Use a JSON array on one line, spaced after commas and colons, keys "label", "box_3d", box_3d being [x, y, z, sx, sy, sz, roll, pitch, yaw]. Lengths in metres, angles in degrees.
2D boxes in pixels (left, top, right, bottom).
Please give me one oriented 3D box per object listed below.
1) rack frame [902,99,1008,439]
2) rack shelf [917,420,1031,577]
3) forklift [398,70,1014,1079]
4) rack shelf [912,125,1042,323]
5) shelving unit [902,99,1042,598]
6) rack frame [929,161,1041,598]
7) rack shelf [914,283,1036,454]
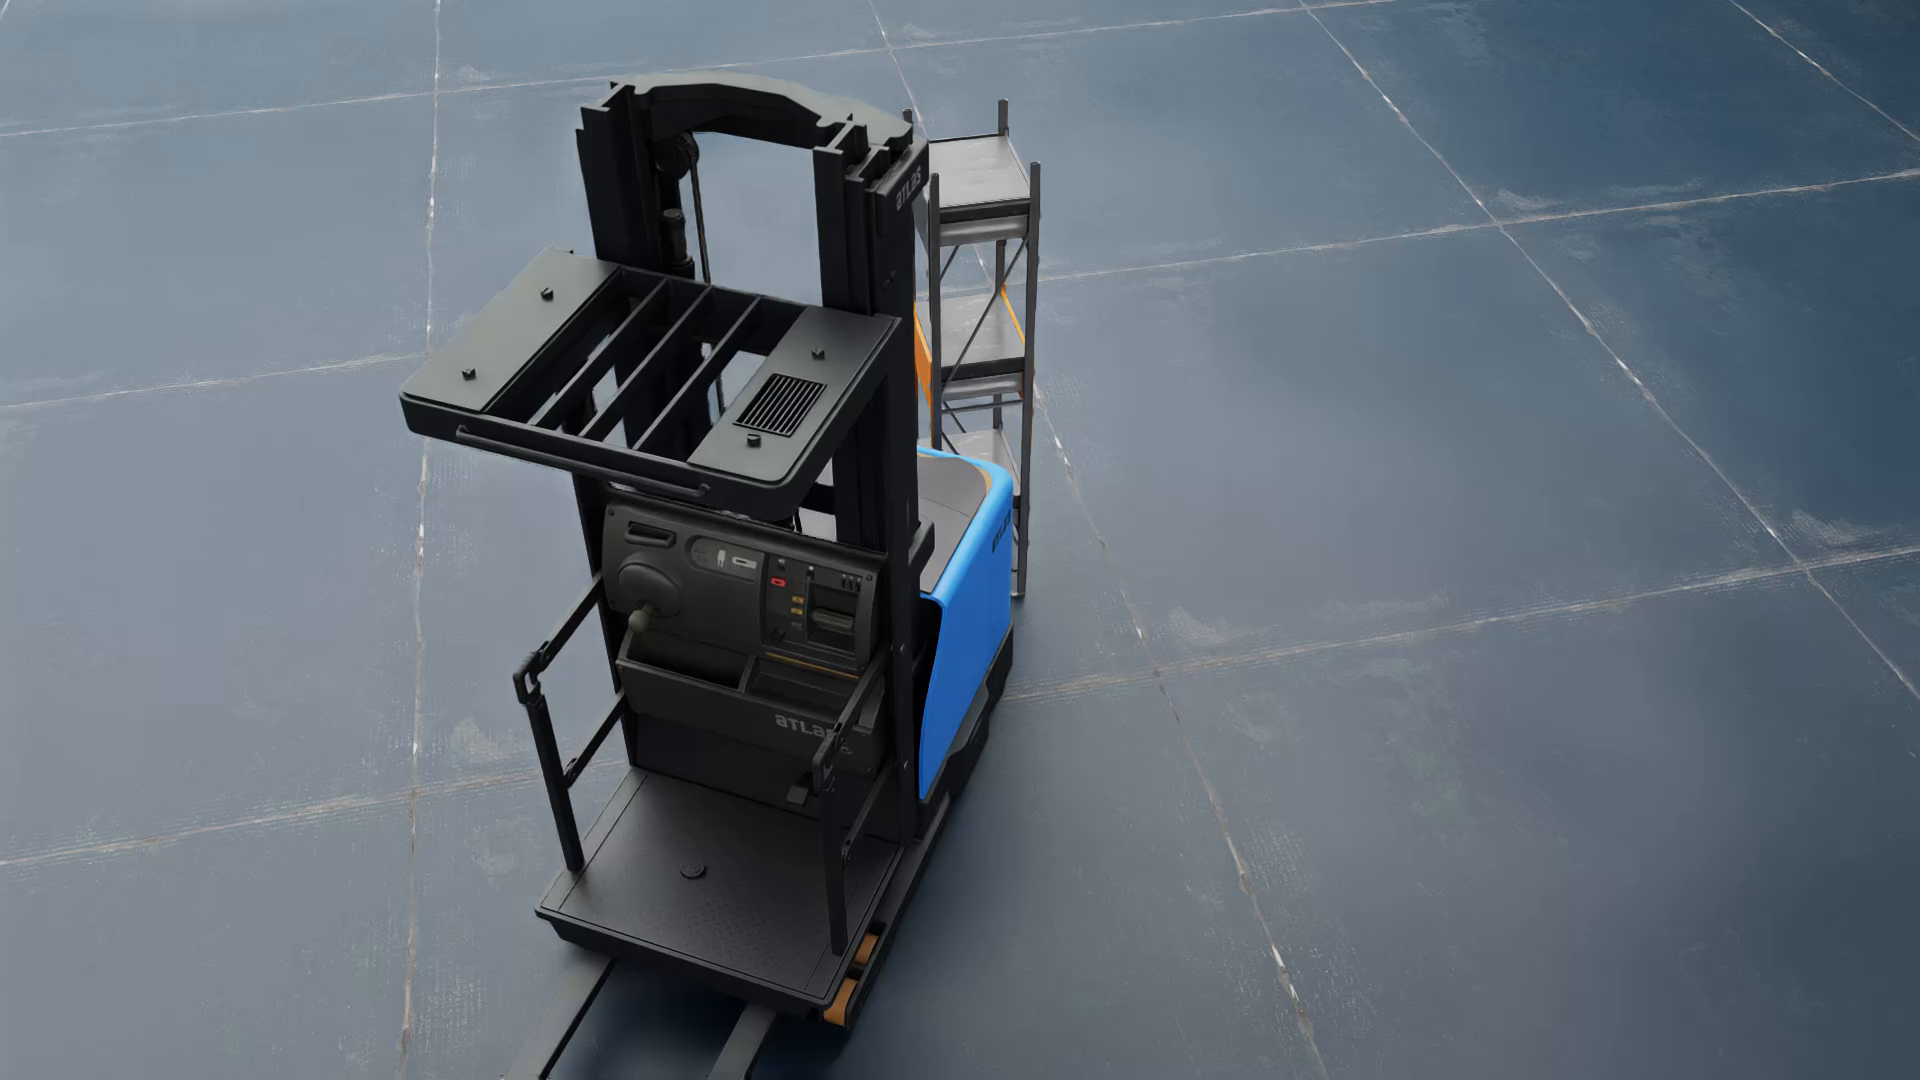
[{"label": "rack frame", "box_3d": [-0.017, -0.836, 6.892, 0.400, 2.100, 0.015, -8, 42, -9]}, {"label": "rack shelf", "box_3d": [0.036, -0.144, 7.188, 0.431, 0.518, 0.480, -8, 42, -9]}, {"label": "forklift", "box_3d": [-0.768, 0.241, 5.052, 1.130, 2.935, 3.031, 14, 43, 15]}, {"label": "rack shelf", "box_3d": [0.036, -1.191, 6.258, 0.431, 0.518, 0.480, -8, 42, -9]}, {"label": "shelving unit", "box_3d": [0.036, -0.678, 6.714, 0.431, 2.100, 0.503, -8, 42, -9]}, {"label": "rack frame", "box_3d": [0.088, -0.520, 6.536, 0.400, 2.100, 0.015, -8, 42, -9]}, {"label": "rack shelf", "box_3d": [0.036, -0.668, 6.723, 0.431, 0.518, 0.480, -8, 42, -9]}]
